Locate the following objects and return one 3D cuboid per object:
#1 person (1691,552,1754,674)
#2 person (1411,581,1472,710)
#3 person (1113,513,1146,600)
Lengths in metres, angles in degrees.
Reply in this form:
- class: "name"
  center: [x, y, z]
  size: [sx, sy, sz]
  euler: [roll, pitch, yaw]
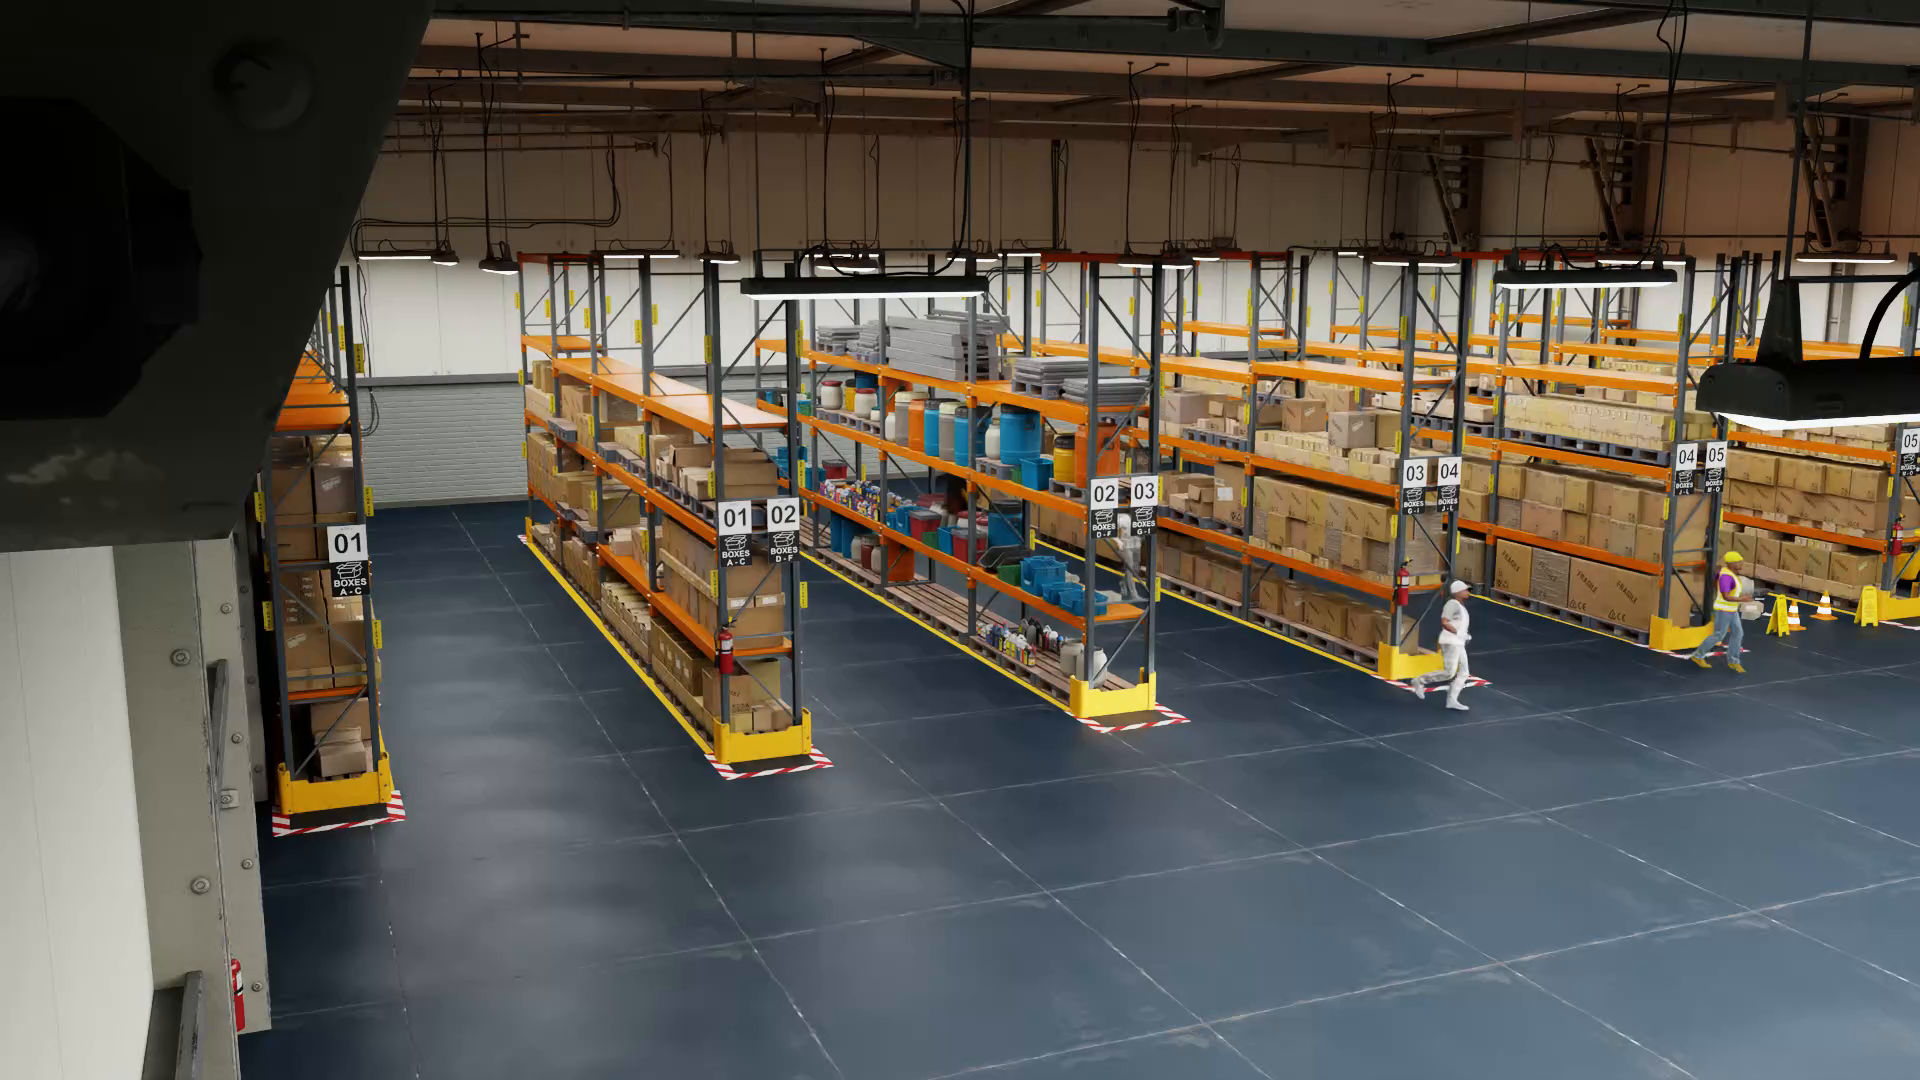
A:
- class: "person"
  center: [11.193, 1.063, 24.356]
  size: [0.775, 1.828, 0.715]
  euler: [7, 12, 33]
- class: "person"
  center: [6.654, 1.398, 22.709]
  size: [0.795, 1.708, 0.714]
  euler: [6, 12, 29]
- class: "person"
  center: [2.866, 0.158, 27.900]
  size: [0.624, 1.691, 0.808]
  euler: [-5, 12, -27]
